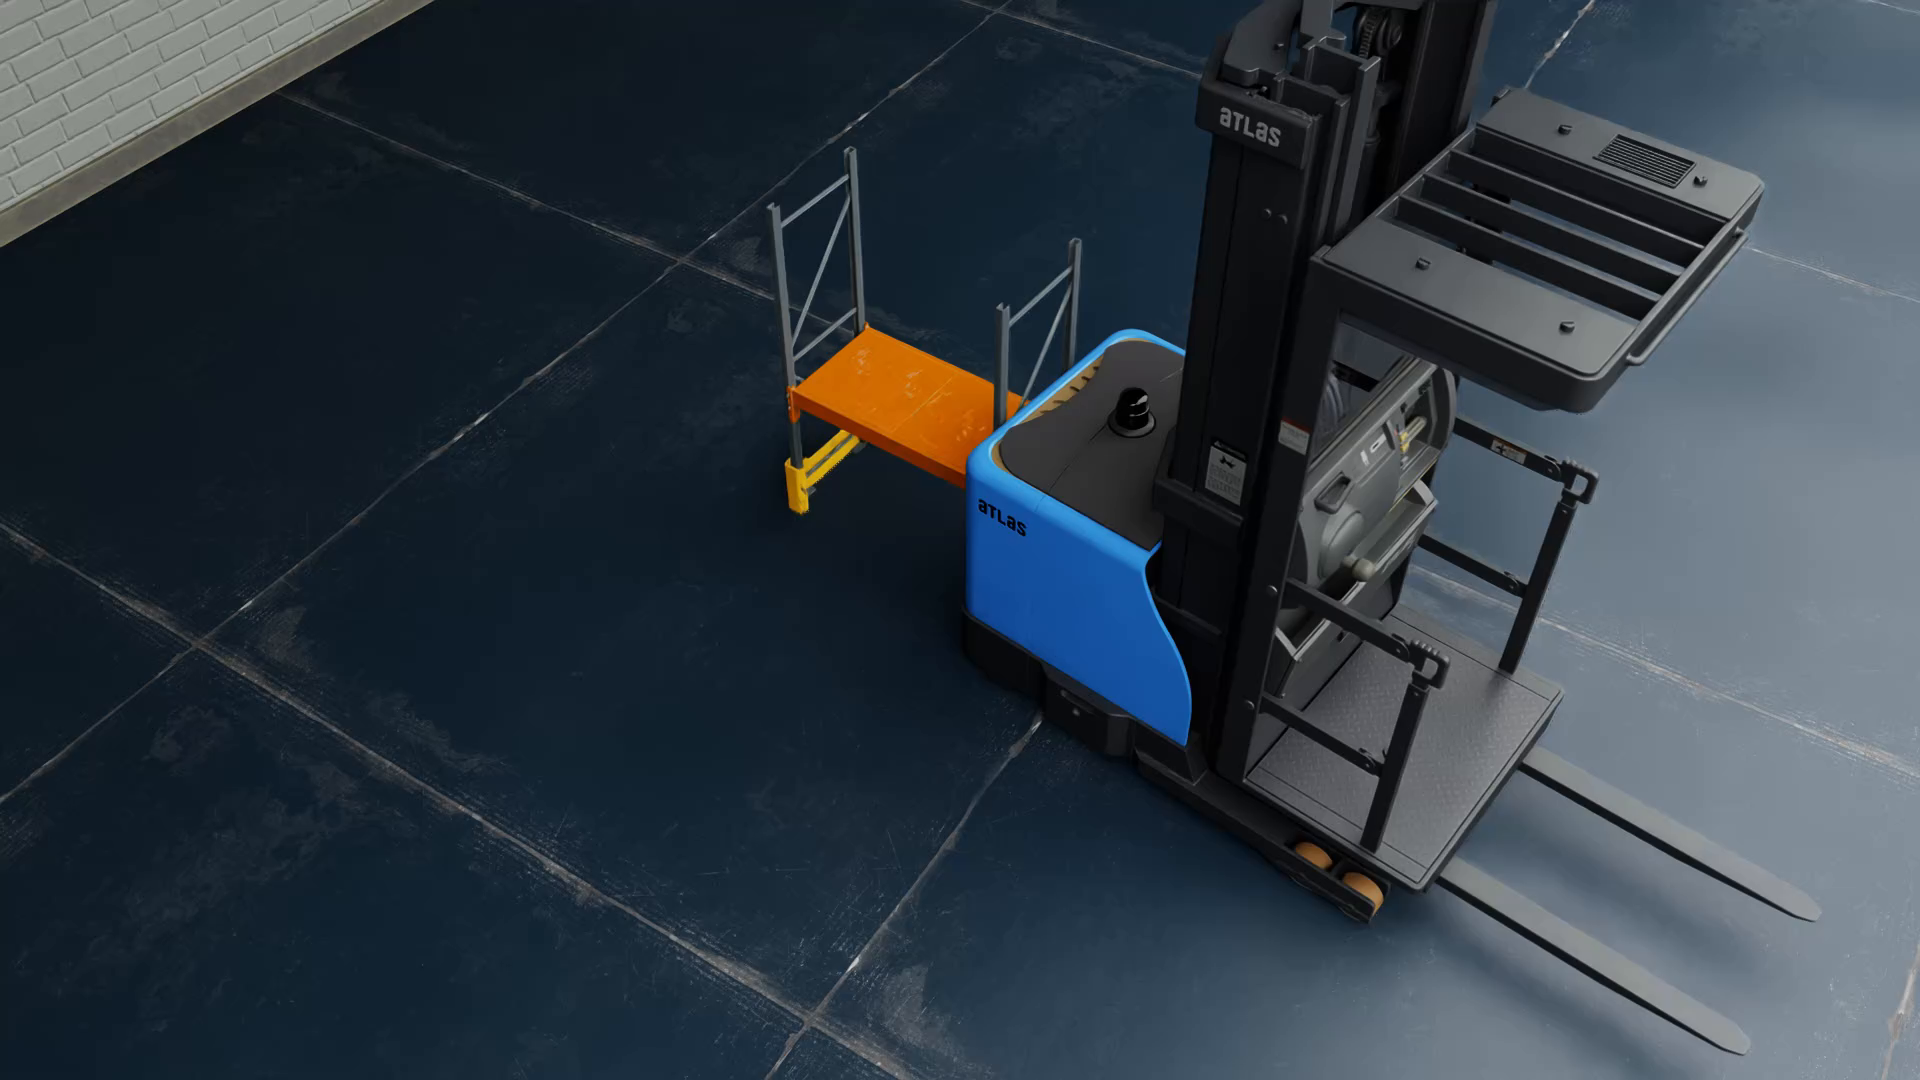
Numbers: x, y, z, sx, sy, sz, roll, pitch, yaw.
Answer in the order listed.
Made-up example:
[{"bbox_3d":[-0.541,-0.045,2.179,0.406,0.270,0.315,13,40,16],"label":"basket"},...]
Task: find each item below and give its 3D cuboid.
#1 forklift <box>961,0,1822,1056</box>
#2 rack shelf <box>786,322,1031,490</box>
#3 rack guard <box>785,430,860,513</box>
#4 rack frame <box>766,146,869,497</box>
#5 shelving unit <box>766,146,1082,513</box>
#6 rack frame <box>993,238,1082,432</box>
[{"bbox_3d":[1.462,-0.154,5.078,3.031,2.935,1.130,31,53,26],"label":"forklift"},{"bbox_3d":[-0.137,-0.490,6.653,1.000,0.185,0.538,27,52,24],"label":"rack shelf"},{"bbox_3d":[-0.536,-0.383,7.170,0.087,0.250,0.587,27,52,24],"label":"rack guard"},{"bbox_3d":[-0.551,-0.827,6.730,0.032,1.500,0.500,27,52,24],"label":"rack frame"},{"bbox_3d":[-0.130,-0.612,6.521,1.083,1.500,0.587,27,52,24],"label":"shelving unit"},{"bbox_3d":[0.277,-0.404,6.319,0.032,1.500,0.500,27,52,24],"label":"rack frame"}]
